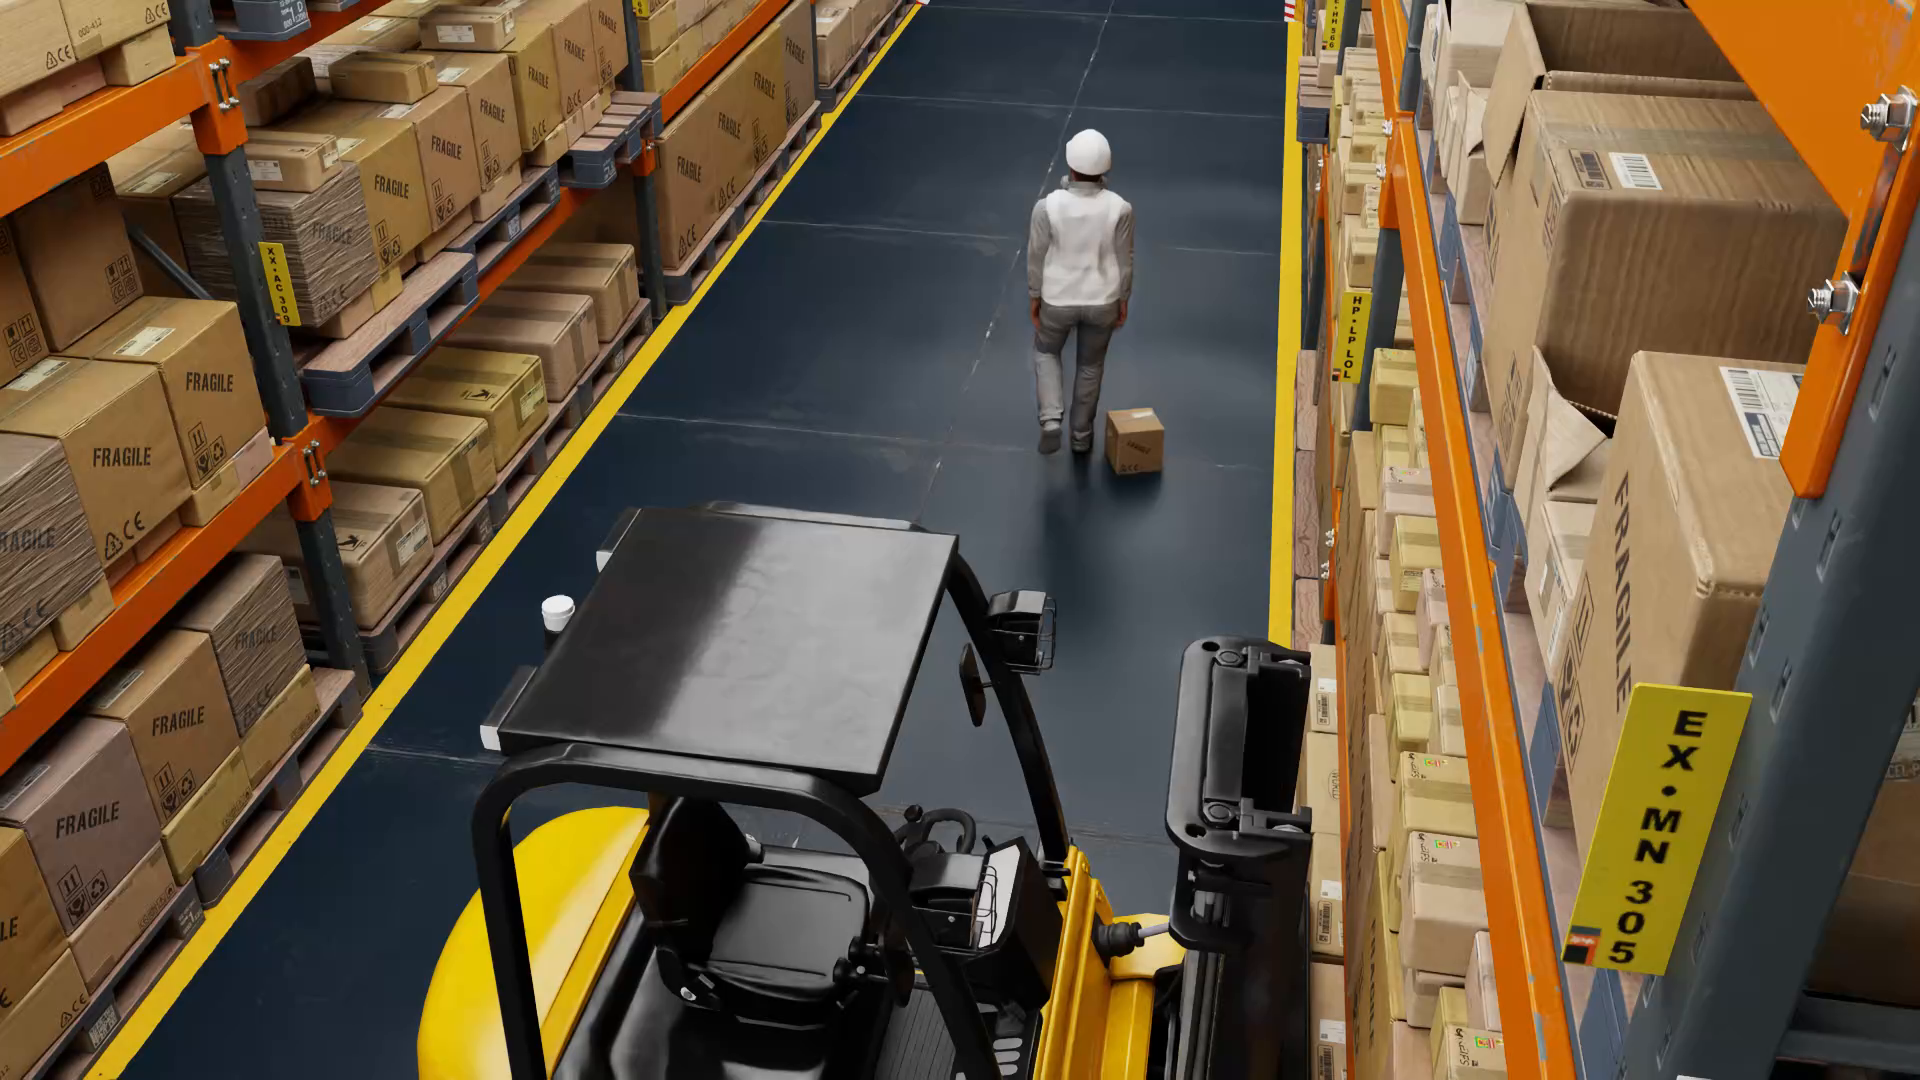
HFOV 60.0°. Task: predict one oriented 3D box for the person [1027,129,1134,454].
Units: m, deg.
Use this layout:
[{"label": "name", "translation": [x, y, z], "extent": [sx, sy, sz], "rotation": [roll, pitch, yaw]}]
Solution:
[{"label": "person", "translation": [0.609, -1.245, 8.548], "extent": [0.544, 1.761, 0.495], "rotation": [2, 32, 3]}]
